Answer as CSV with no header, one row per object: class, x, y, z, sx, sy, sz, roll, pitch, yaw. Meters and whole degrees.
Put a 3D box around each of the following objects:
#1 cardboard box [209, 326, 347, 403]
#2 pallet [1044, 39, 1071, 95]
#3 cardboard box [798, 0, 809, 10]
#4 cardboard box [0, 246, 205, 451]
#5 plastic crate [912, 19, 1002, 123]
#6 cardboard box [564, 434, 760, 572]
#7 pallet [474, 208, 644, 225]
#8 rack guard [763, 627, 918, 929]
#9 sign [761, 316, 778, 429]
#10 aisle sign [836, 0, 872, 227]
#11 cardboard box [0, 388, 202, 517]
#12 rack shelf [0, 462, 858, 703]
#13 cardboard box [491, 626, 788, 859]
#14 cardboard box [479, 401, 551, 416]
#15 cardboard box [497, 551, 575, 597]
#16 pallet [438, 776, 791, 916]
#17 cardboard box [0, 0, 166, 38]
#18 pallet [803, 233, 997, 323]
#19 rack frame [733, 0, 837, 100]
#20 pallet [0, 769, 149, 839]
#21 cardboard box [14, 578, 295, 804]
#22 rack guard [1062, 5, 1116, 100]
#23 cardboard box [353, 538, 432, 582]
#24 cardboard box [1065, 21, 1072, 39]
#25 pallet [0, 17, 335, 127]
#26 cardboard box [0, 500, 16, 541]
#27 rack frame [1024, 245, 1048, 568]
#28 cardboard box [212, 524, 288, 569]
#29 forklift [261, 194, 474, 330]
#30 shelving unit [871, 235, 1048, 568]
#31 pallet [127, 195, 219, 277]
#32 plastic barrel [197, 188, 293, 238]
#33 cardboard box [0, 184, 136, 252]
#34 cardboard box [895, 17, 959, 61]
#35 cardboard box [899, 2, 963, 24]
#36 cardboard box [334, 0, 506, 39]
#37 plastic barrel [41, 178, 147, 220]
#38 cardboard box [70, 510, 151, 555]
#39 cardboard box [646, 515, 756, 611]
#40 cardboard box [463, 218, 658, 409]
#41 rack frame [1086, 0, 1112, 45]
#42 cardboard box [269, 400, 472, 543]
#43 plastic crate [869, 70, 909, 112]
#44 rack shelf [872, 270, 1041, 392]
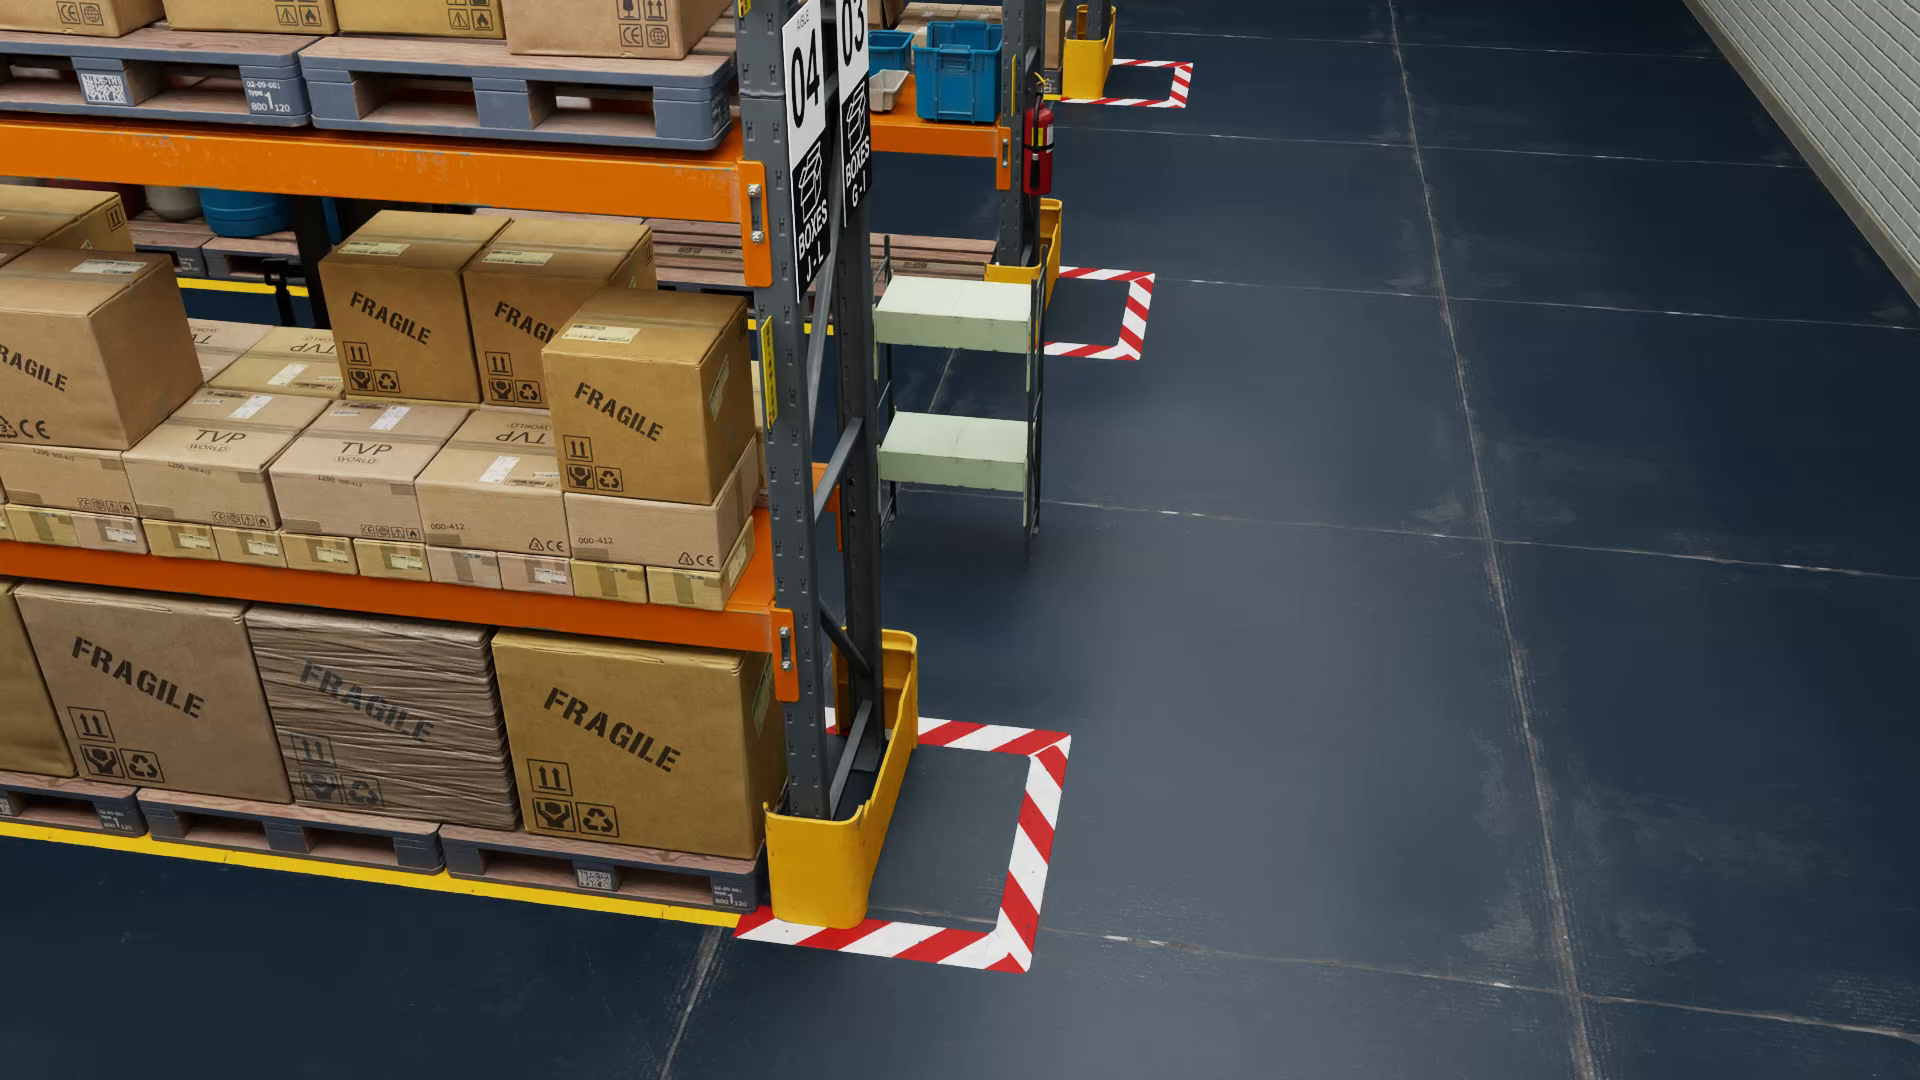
cardboard box,-2.406,-0.564,6.185,0.500,0.250,0.500,5,32,7
pallet,0.355,-4.260,14.857,1.213,0.211,1.003,5,32,8
cardboard box,-1.379,-4.799,15.209,0.500,0.311,0.500,5,32,8
cardboard box,-2.971,-0.653,5.620,0.500,0.500,0.500,4,32,7
plastic crate,0.017,-2.747,9.721,0.499,0.435,0.616,5,32,8
cardboard box,-0.977,-0.151,5.525,0.500,0.250,0.500,5,32,7
pallet,-2.833,-1.904,11.093,1.213,0.211,1.003,5,32,8
rack guard,-0.431,0.878,6.376,0.348,0.500,1.175,5,32,8
sign,-0.560,-0.492,4.895,0.005,0.325,0.100,5,32,8
aisle sign,-0.333,-1.436,5.267,0.004,0.787,0.394,5,32,8
cardboard box,-2.978,-0.334,5.818,0.500,0.250,0.500,6,33,9
rack shelf,-2.426,-0.057,6.192,4.000,0.370,1.077,5,32,8
cardboard box,-1.099,0.524,6.193,0.875,0.875,0.875,5,32,8
cardboard box,-1.396,-0.473,6.040,0.500,0.250,0.500,5,32,8
cardboard box,-1.366,0.018,5.631,0.250,0.149,0.380,5,32,8
pallet,-1.256,0.968,6.505,1.213,0.211,1.003,5,32,8
cardboard box,-2.595,-1.865,4.991,0.500,0.500,0.700,7,33,10
pallet,-0.428,-1.686,10.745,1.213,0.211,1.003,5,32,8
rack frame,-0.455,-2.727,4.125,0.127,3.000,1.000,5,32,8
pallet,-3.661,0.750,6.853,1.213,0.211,1.003,5,32,8
cardboard box,-2.873,0.363,6.450,0.875,0.875,0.875,5,32,8
rack guard,1.141,-4.312,14.667,0.348,0.500,1.175,5,32,8
cardboard box,-1.868,-0.027,5.703,0.250,0.149,0.380,4,32,7
cardboard box,0.861,-4.560,14.980,0.250,0.149,0.380,5,32,8
pallet,-2.394,-1.586,5.213,1.213,0.211,1.003,5,32,8
cardboard box,-3.384,-0.165,5.923,0.250,0.149,0.380,4,32,7
rack frame,0.354,-0.604,7.801,0.023,1.500,0.400,5,32,8
cardboard box,-2.368,-0.073,5.777,0.250,0.149,0.380,6,33,9
forklift,-2.909,-1.154,7.332,3.031,2.935,1.130,-2,32,-4
shelving unit,-0.007,-0.636,7.853,0.755,1.500,0.431,5,32,8
pallet,-5.524,-2.148,11.482,1.213,0.211,1.003,5,32,8
plastic barrel,-4.796,-2.540,11.063,0.708,0.901,0.600,5,32,8
cardboard box,-3.406,-0.973,6.132,0.500,0.500,0.500,5,32,9
cardboard box,-0.293,-4.406,14.638,0.500,0.250,0.500,5,32,8
cardboard box,-0.258,-4.672,15.063,0.500,0.250,0.500,5,32,8
cardboard box,-1.511,-1.850,4.966,0.500,0.500,0.700,4,32,6
plastic barrel,-5.909,-2.509,11.307,0.708,0.588,0.600,5,32,8
cardboard box,-2.884,-0.118,5.849,0.250,0.149,0.380,6,32,9
cardboard box,-0.861,0.063,5.559,0.250,0.149,0.380,6,33,9
cardboard box,-1.375,-0.793,5.844,0.500,0.500,0.500,4,32,7
rack frame,1.216,-5.364,13.993,0.127,3.000,1.000,5,32,8
cardboard box,-1.979,-0.242,5.670,0.500,0.250,0.500,4,32,7
plastic crate,-0.456,-2.666,9.874,0.243,0.136,0.396,5,32,8
rack shelf,-0.007,-0.967,7.646,0.720,0.370,0.431,5,32,8
